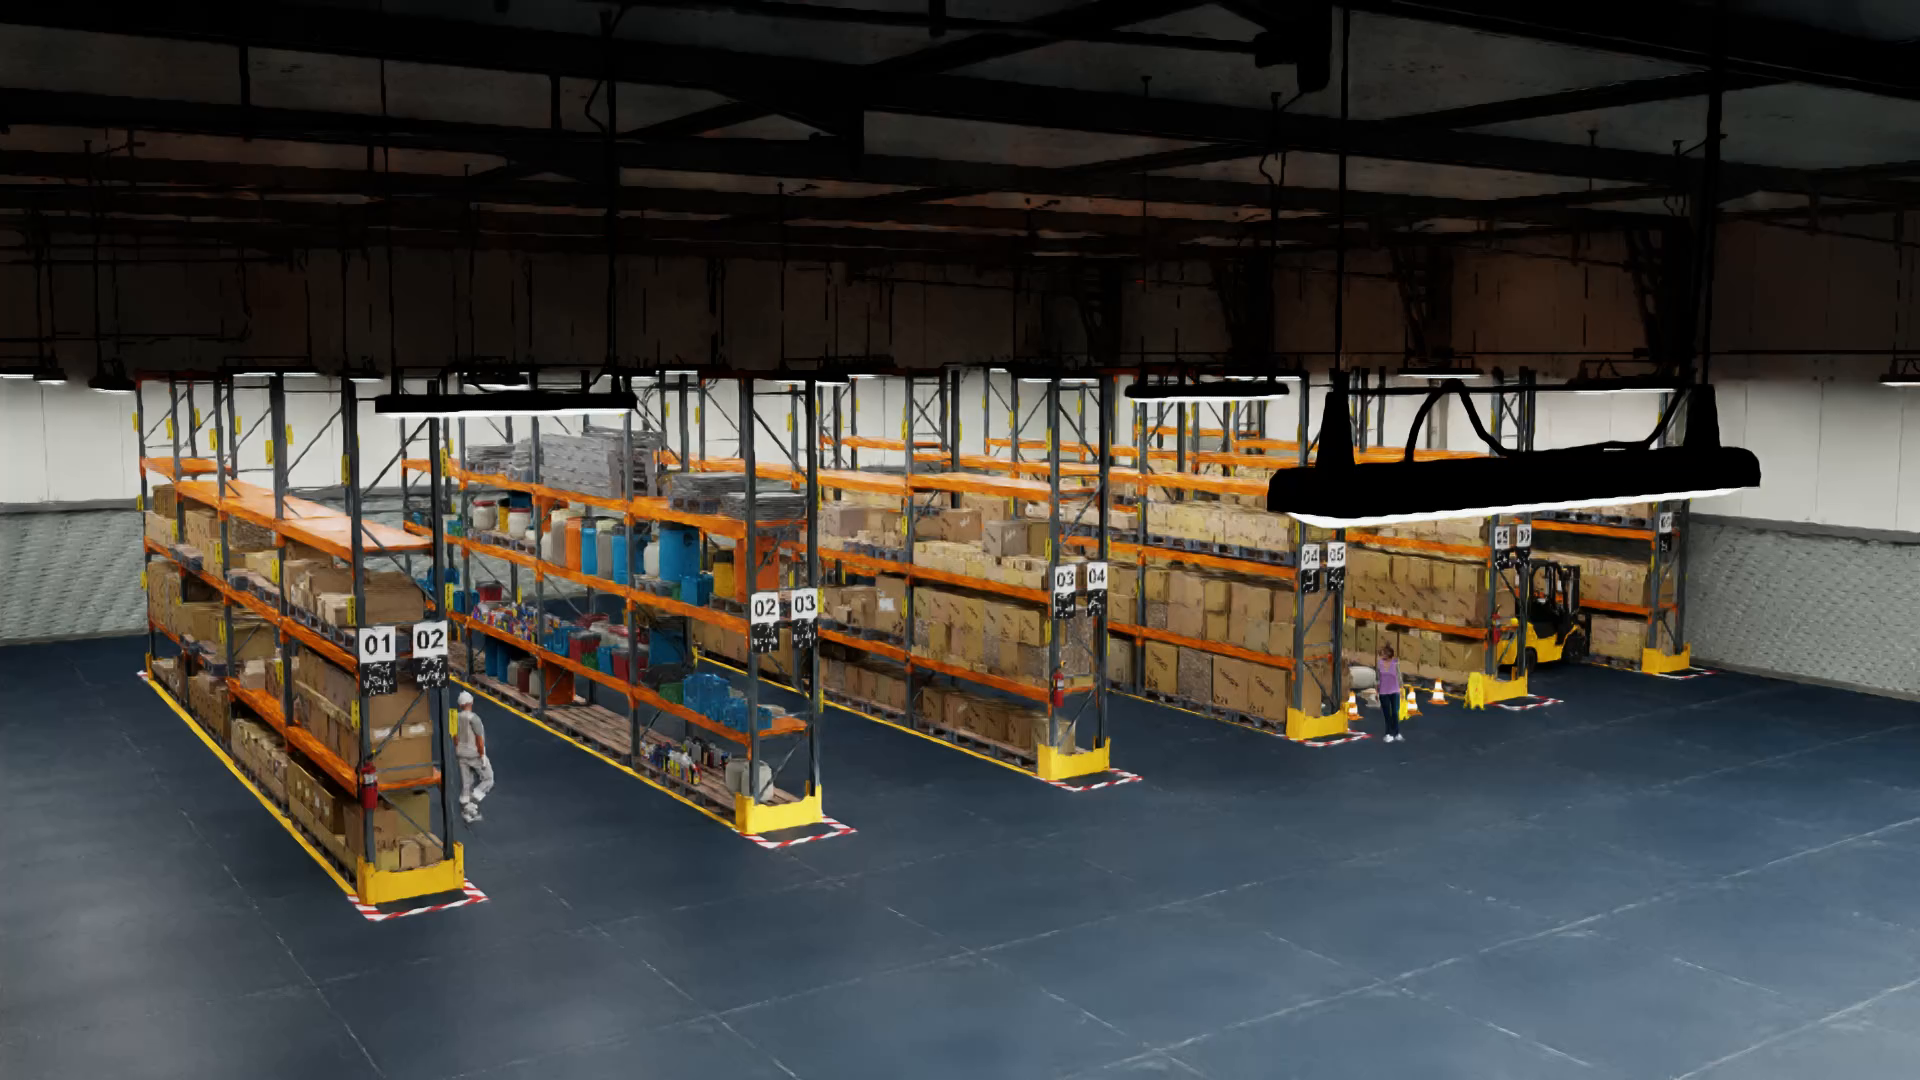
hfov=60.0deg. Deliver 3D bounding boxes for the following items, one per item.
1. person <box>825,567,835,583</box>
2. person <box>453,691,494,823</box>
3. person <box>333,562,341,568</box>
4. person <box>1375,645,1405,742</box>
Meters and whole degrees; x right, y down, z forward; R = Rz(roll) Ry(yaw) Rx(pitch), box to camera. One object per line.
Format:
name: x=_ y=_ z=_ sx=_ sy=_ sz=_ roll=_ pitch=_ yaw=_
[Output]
person: x=-3.317 y=0.745 z=42.259 sx=0.507 sy=1.662 sz=0.568 roll=2 pitch=7 yaw=14
person: x=-6.595 y=2.919 z=22.386 sx=0.598 sy=1.786 sz=0.444 roll=4 pitch=7 yaw=30
person: x=-13.893 y=1.310 z=37.128 sx=0.542 sy=1.645 sz=1.126 roll=-4 pitch=8 yaw=-31
person: x=6.988 y=2.486 z=27.004 sx=0.510 sy=1.592 sz=0.354 roll=3 pitch=7 yaw=28
